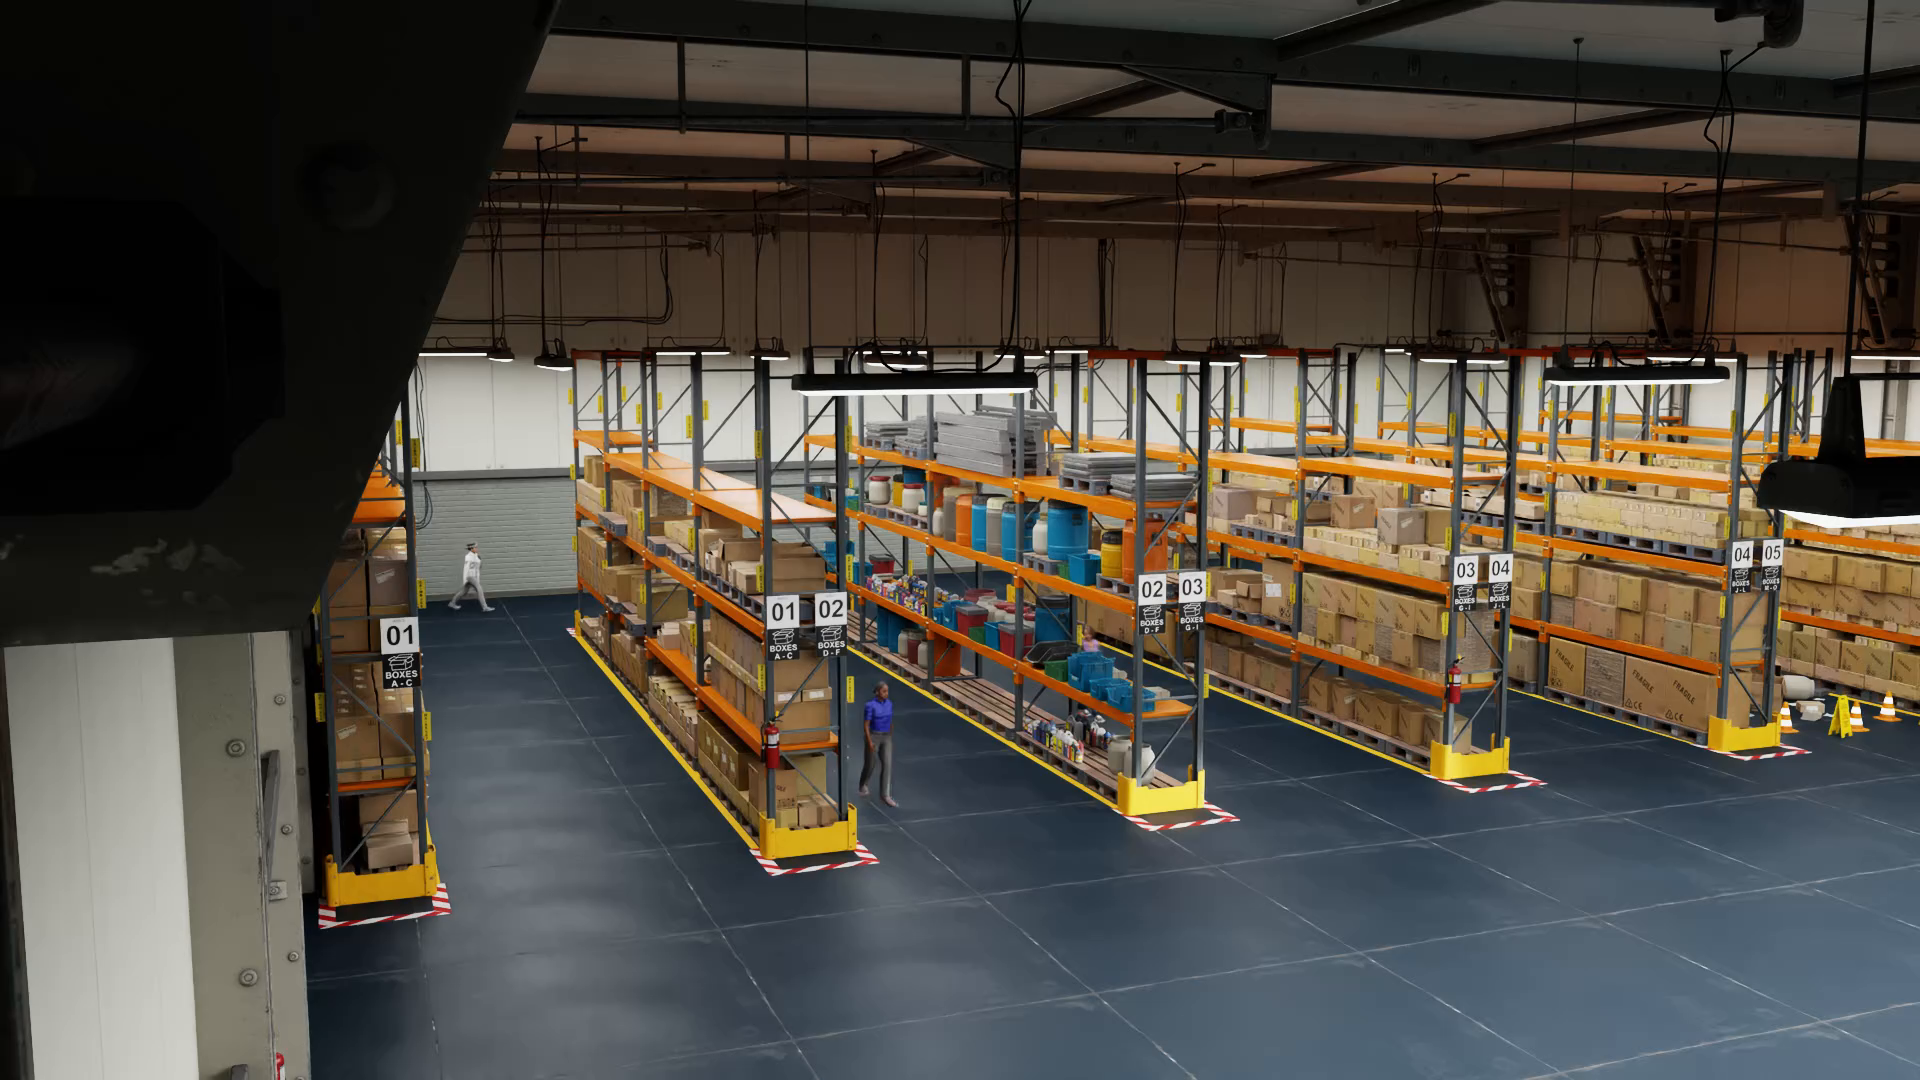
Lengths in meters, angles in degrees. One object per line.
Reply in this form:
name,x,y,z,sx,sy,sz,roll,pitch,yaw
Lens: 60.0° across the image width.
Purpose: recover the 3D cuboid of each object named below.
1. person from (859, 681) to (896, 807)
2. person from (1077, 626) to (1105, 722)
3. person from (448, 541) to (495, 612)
person,-1.086,2.734,22.587,0.543,1.641,0.805,-6,9,-38
person,2.150,2.172,27.125,0.442,1.557,0.919,-3,8,-24
person,-11.133,0.826,37.848,1.086,1.611,0.464,-1,7,-4
